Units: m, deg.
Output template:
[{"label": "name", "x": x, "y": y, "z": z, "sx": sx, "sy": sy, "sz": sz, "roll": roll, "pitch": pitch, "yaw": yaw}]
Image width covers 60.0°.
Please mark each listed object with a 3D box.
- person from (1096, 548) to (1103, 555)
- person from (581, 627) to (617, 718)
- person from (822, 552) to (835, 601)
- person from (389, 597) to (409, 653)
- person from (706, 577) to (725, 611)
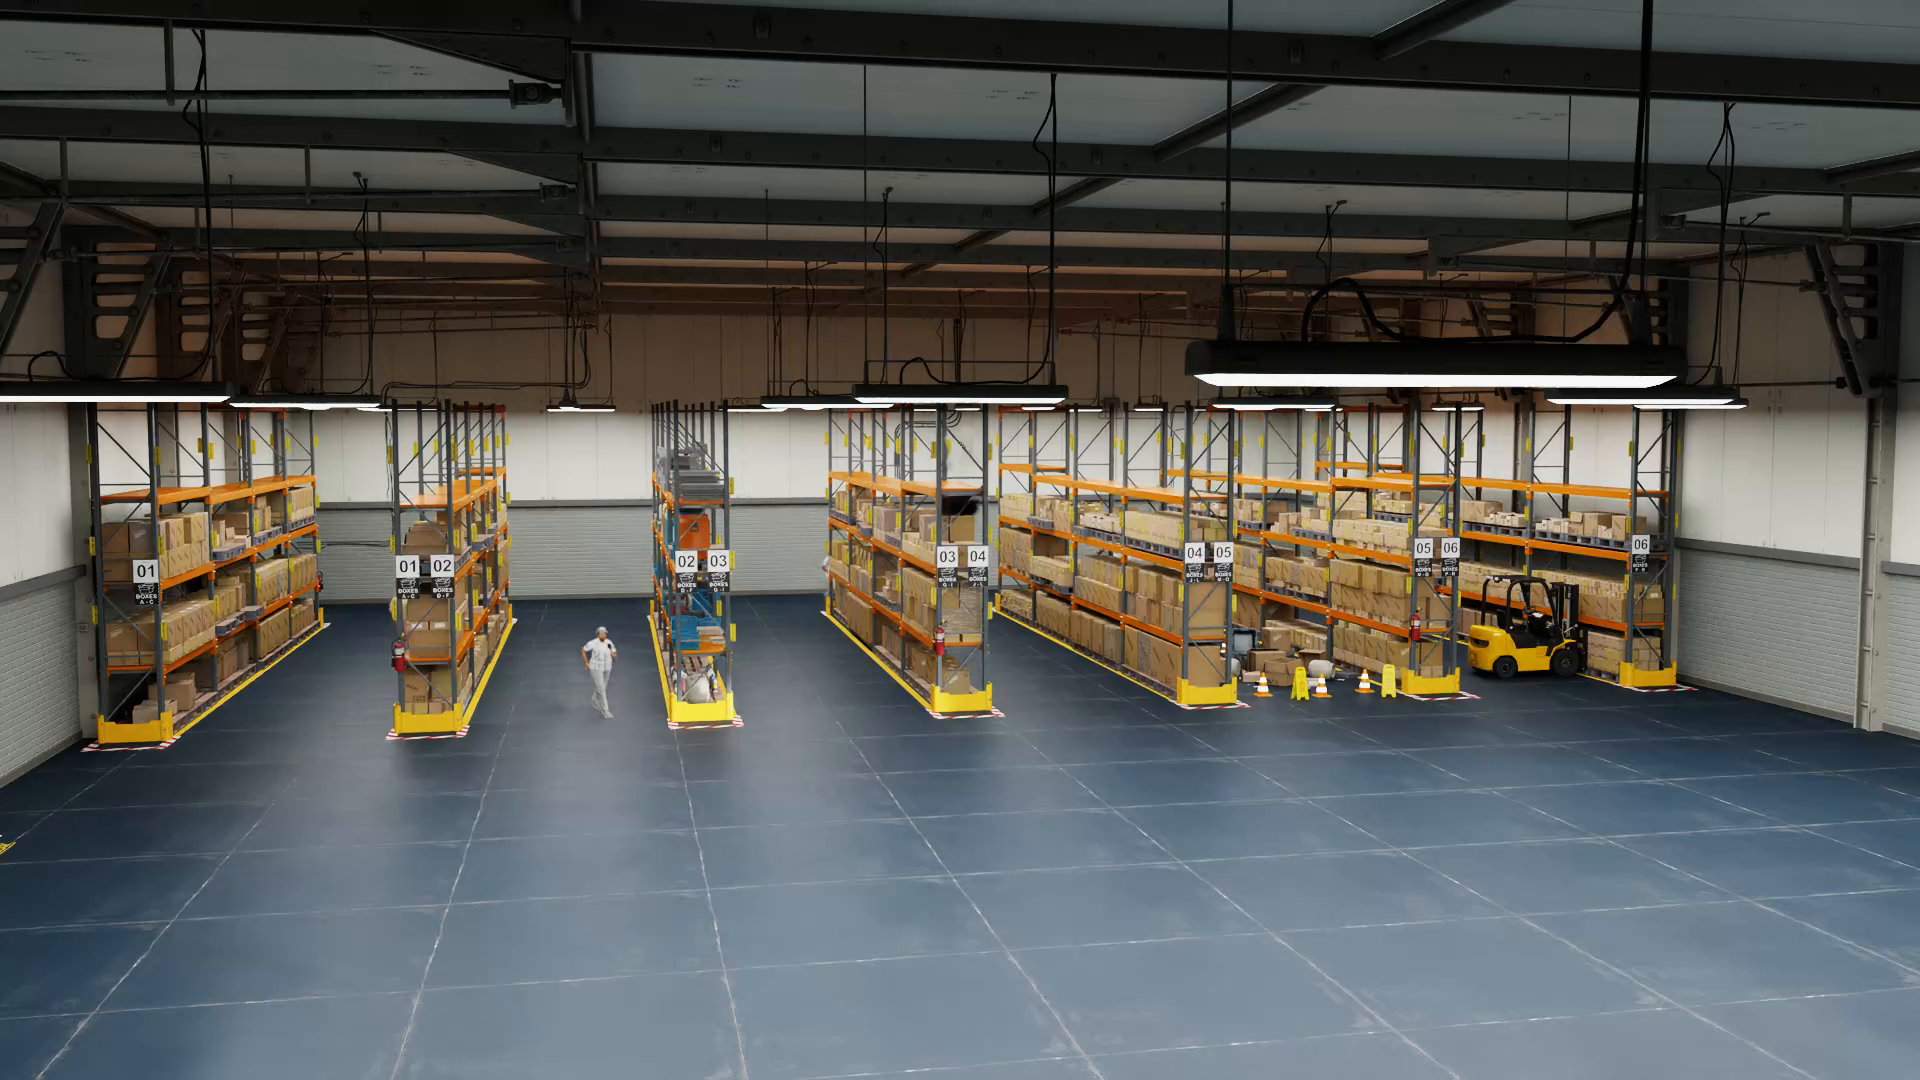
[{"label": "person", "x": 4.275, "y": 1.041, "z": 50.681, "sx": 0.629, "sy": 1.748, "sz": 0.649, "roll": 0, "pitch": 4, "yaw": -5}, {"label": "person", "x": -6.841, "y": 2.487, "z": 31.678, "sx": 0.591, "sy": 1.690, "sz": 0.890, "roll": -4, "pitch": 6, "yaw": -43}, {"label": "person", "x": -3.895, "y": 1.090, "z": 49.934, "sx": 0.596, "sy": 1.745, "sz": 0.680, "roll": 3, "pitch": 5, "yaw": 32}, {"label": "person", "x": -13.157, "y": 1.913, "z": 39.177, "sx": 0.570, "sy": 1.688, "sz": 0.904, "roll": -2, "pitch": 5, "yaw": -21}, {"label": "person", "x": -7.210, "y": 1.185, "z": 48.112, "sx": 0.865, "sy": 1.825, "sz": 0.664, "roll": -1, "pitch": 5, "yaw": -18}]
